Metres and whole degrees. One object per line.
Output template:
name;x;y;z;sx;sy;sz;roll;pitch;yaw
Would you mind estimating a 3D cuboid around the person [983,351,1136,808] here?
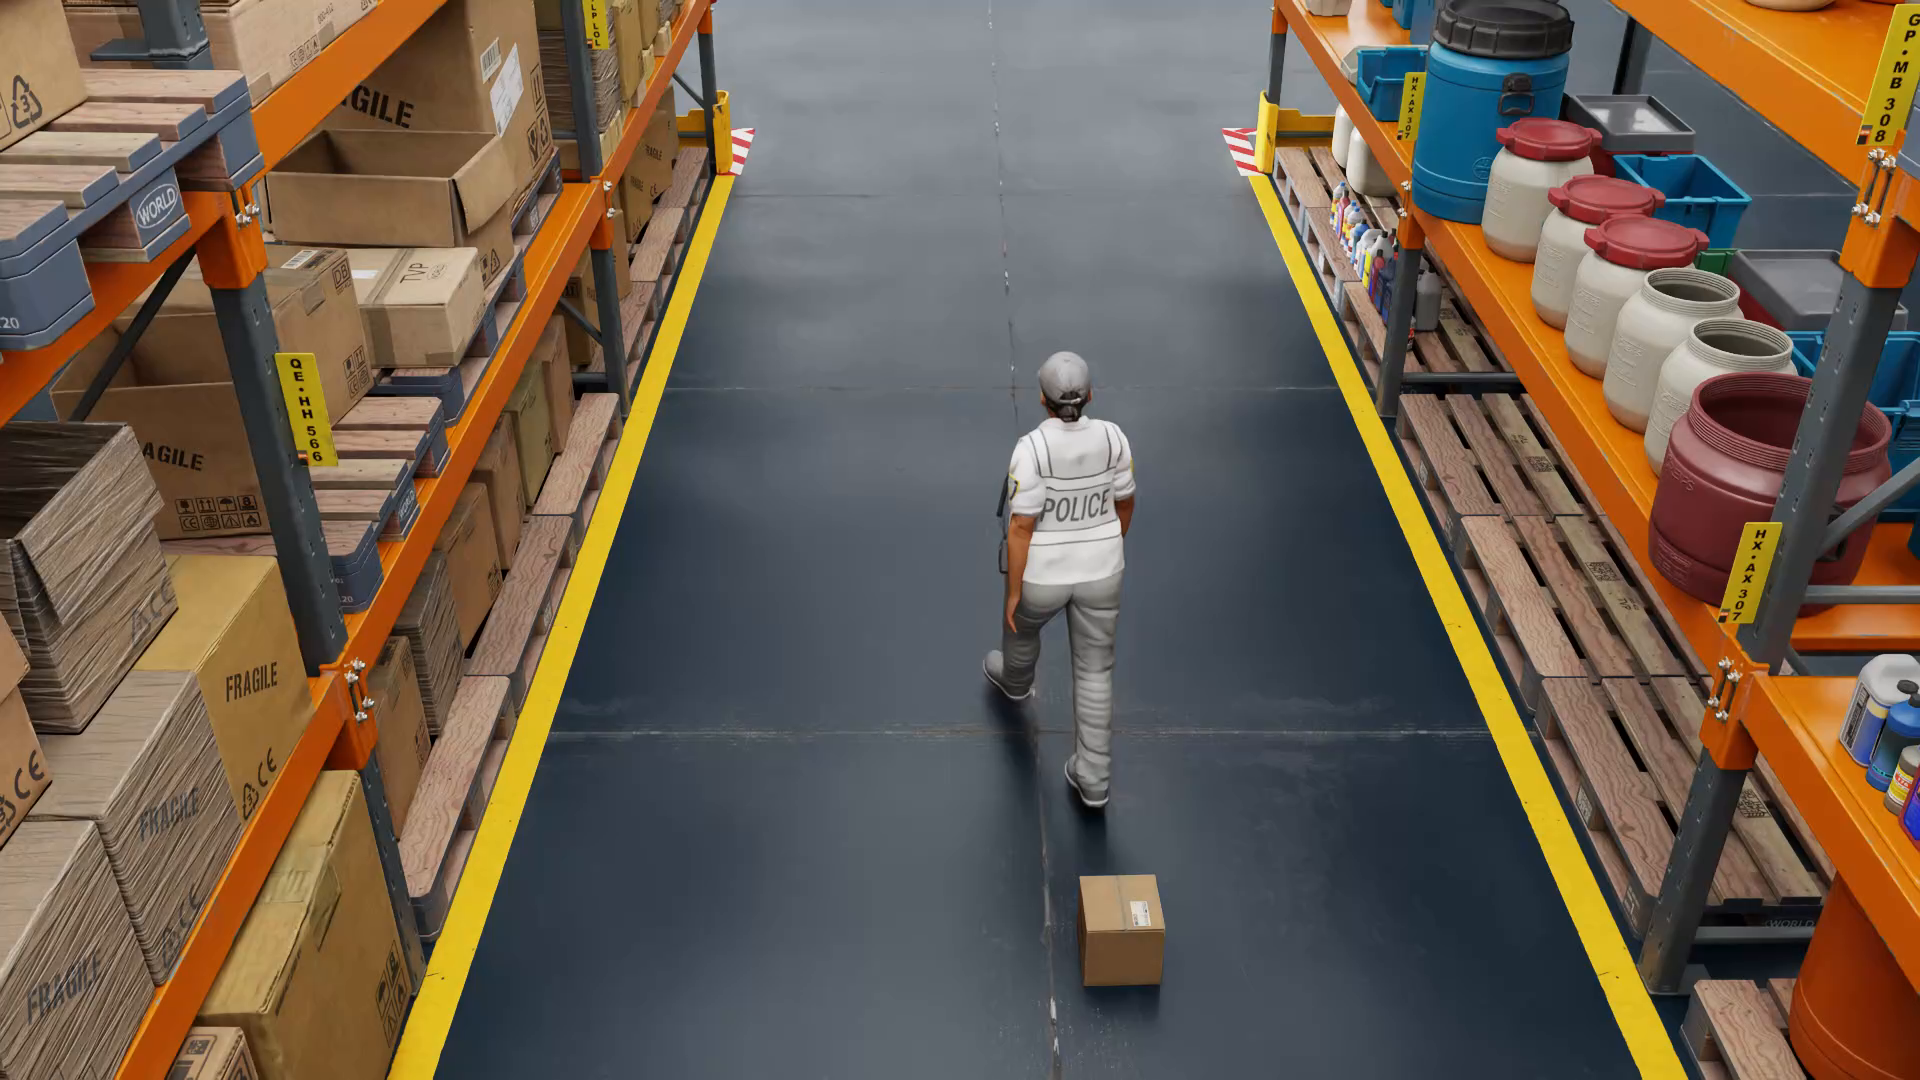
person;0.377;0.066;6.021;0.507;1.590;0.999;-6;32;-9
